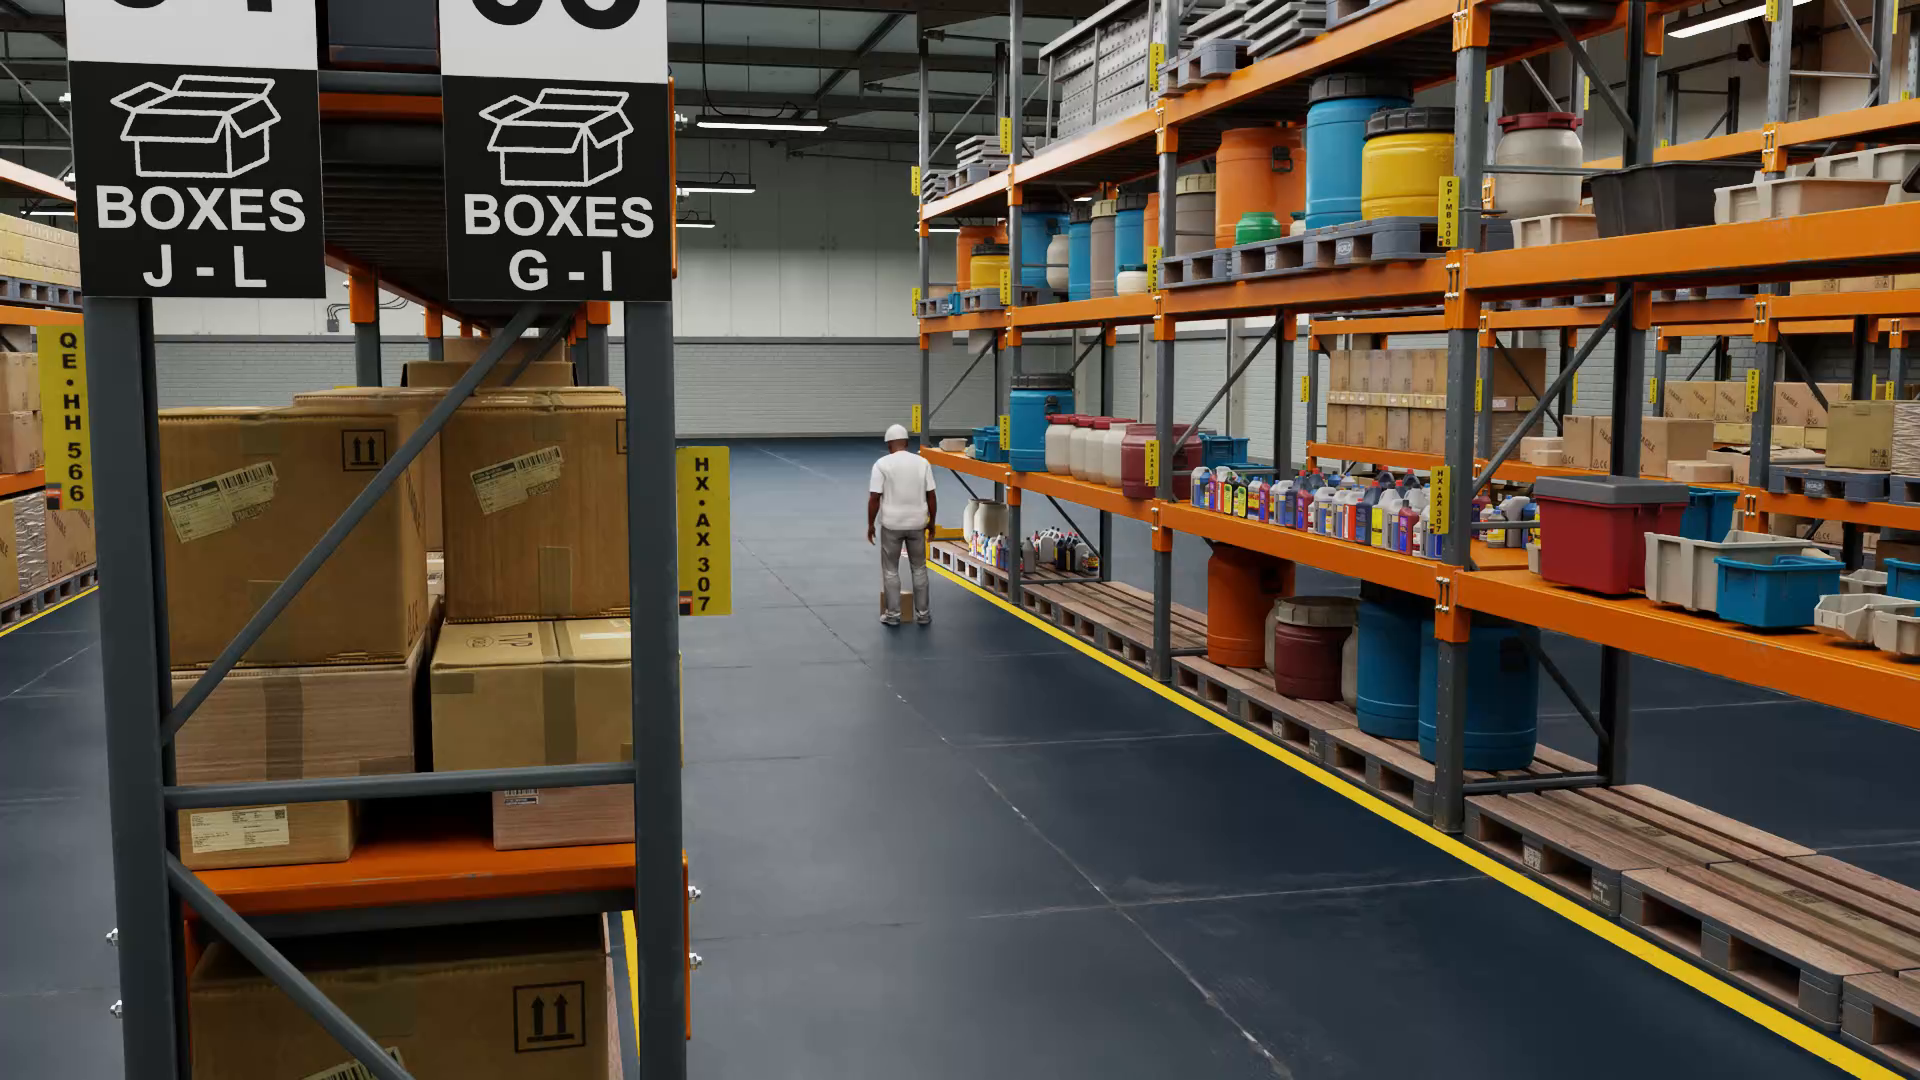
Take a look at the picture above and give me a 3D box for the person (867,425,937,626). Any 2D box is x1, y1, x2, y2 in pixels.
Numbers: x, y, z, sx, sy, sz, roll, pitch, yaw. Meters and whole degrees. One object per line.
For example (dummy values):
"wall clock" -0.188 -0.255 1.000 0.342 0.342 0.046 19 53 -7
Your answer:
"person" -0.514 -0.135 14.645 0.633 1.759 0.461 -2 6 -17
